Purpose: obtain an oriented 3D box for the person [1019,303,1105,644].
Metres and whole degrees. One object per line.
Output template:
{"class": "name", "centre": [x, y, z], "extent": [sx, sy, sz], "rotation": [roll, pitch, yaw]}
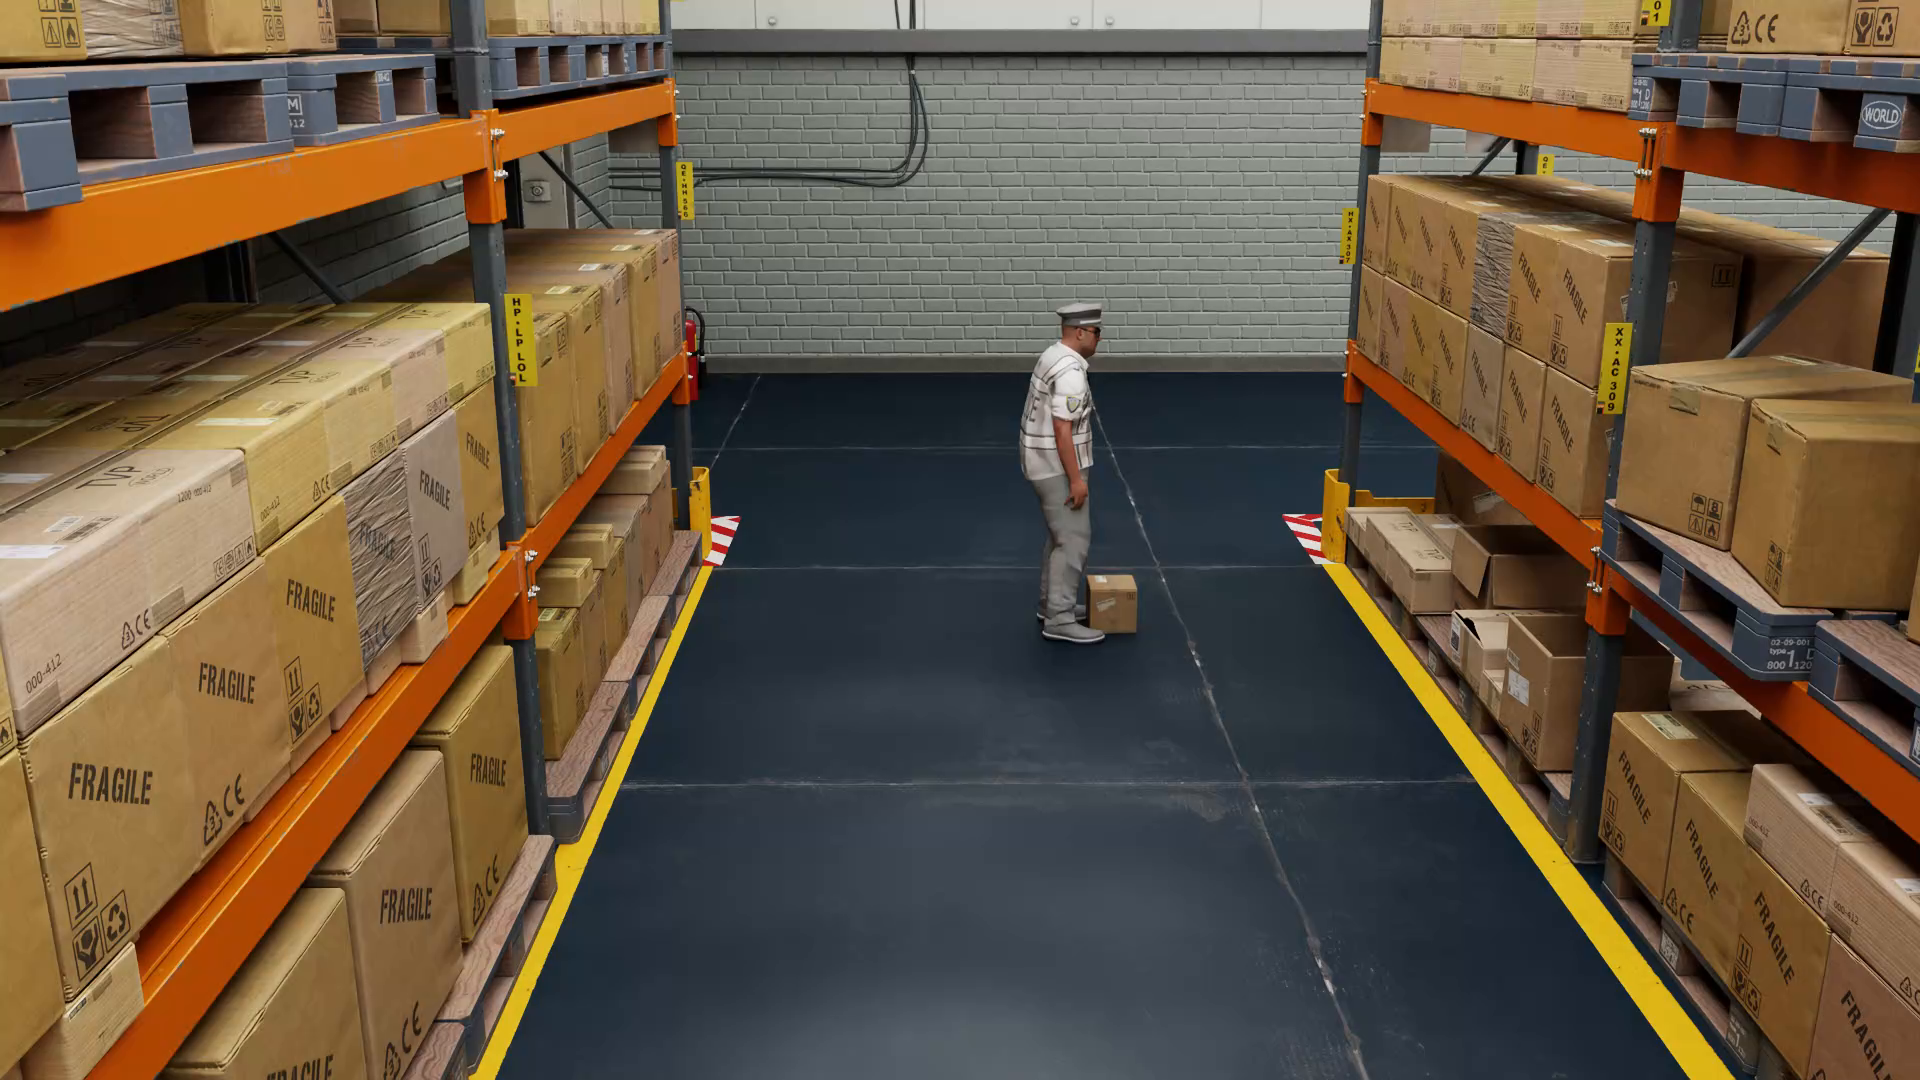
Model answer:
{"class": "person", "centre": [0.537, -0.368, 8.738], "extent": [0.438, 1.747, 0.596], "rotation": [-1, 17, -4]}
